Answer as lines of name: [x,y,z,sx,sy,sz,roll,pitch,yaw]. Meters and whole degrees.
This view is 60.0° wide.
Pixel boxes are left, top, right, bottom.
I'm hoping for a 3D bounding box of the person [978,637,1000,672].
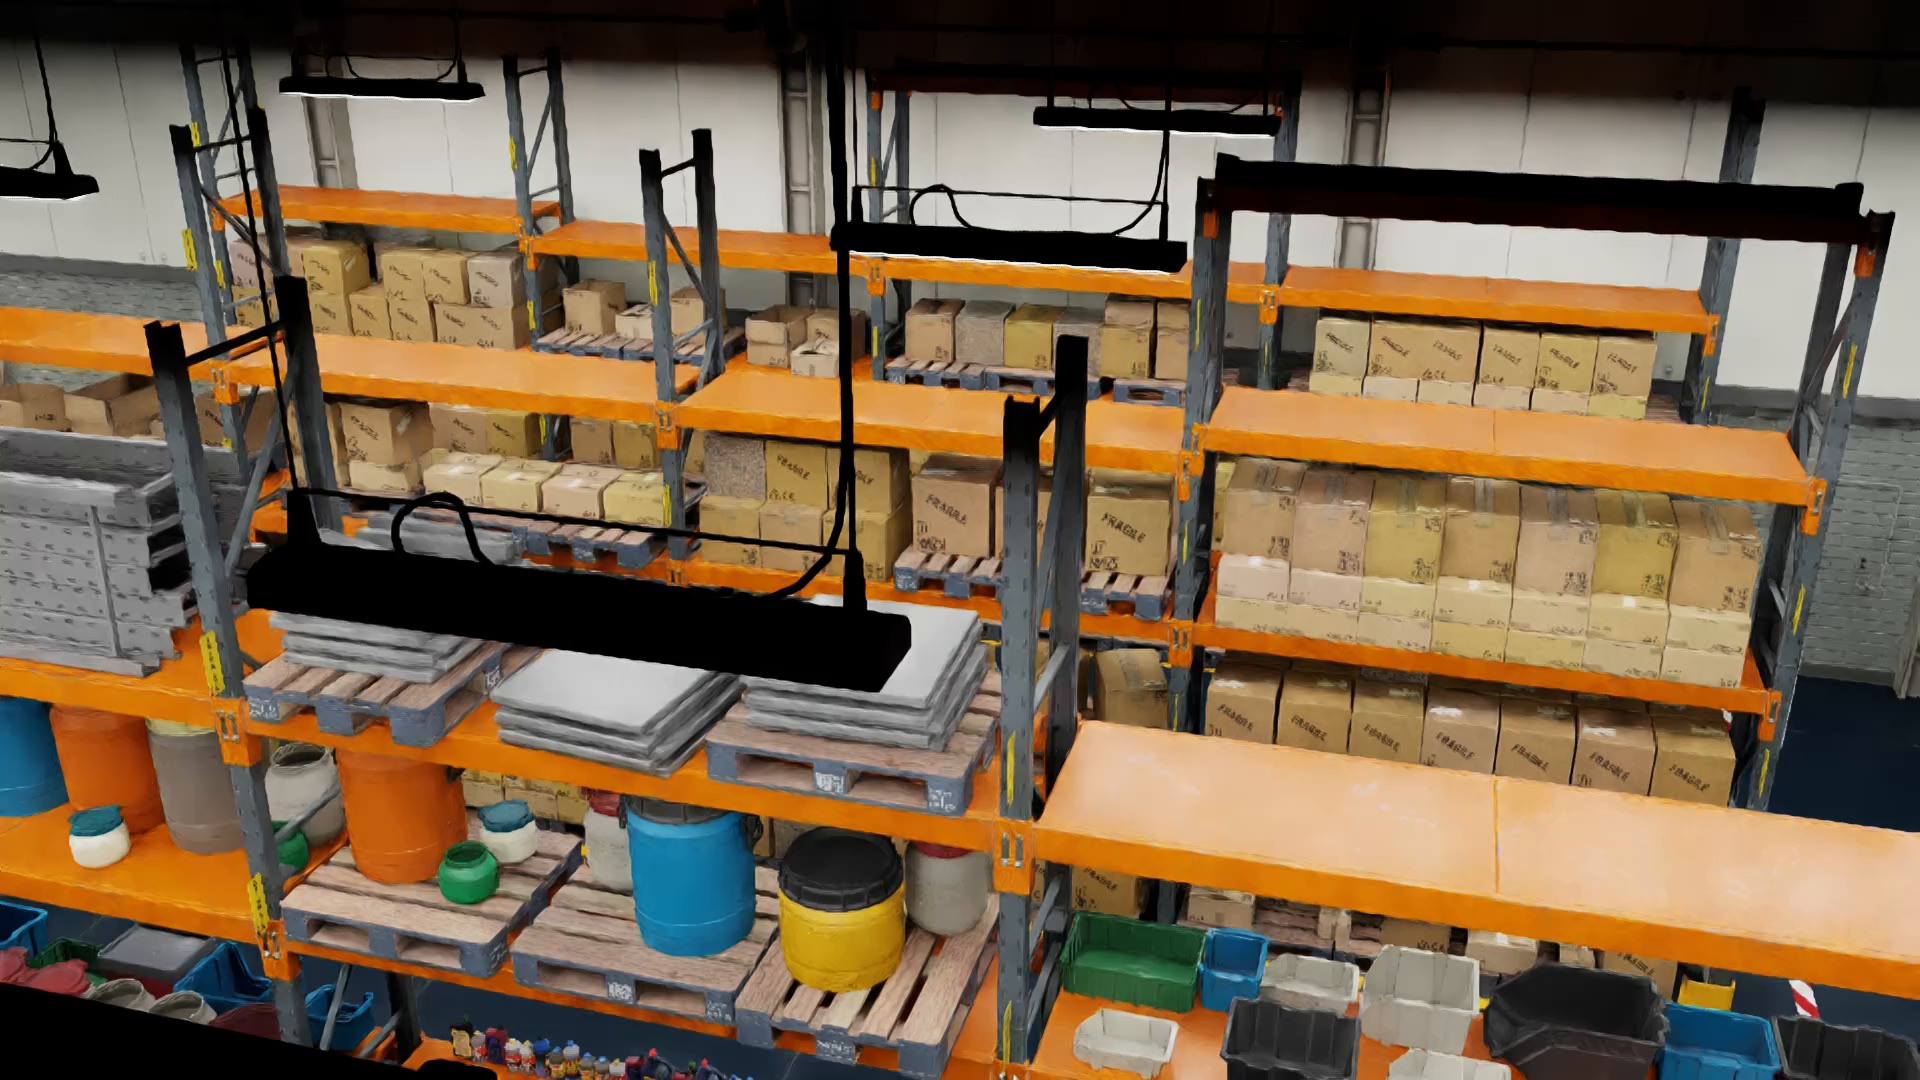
person: [-0.090,0.722,16.784,1.105,1.695,0.546,6,23,13]
